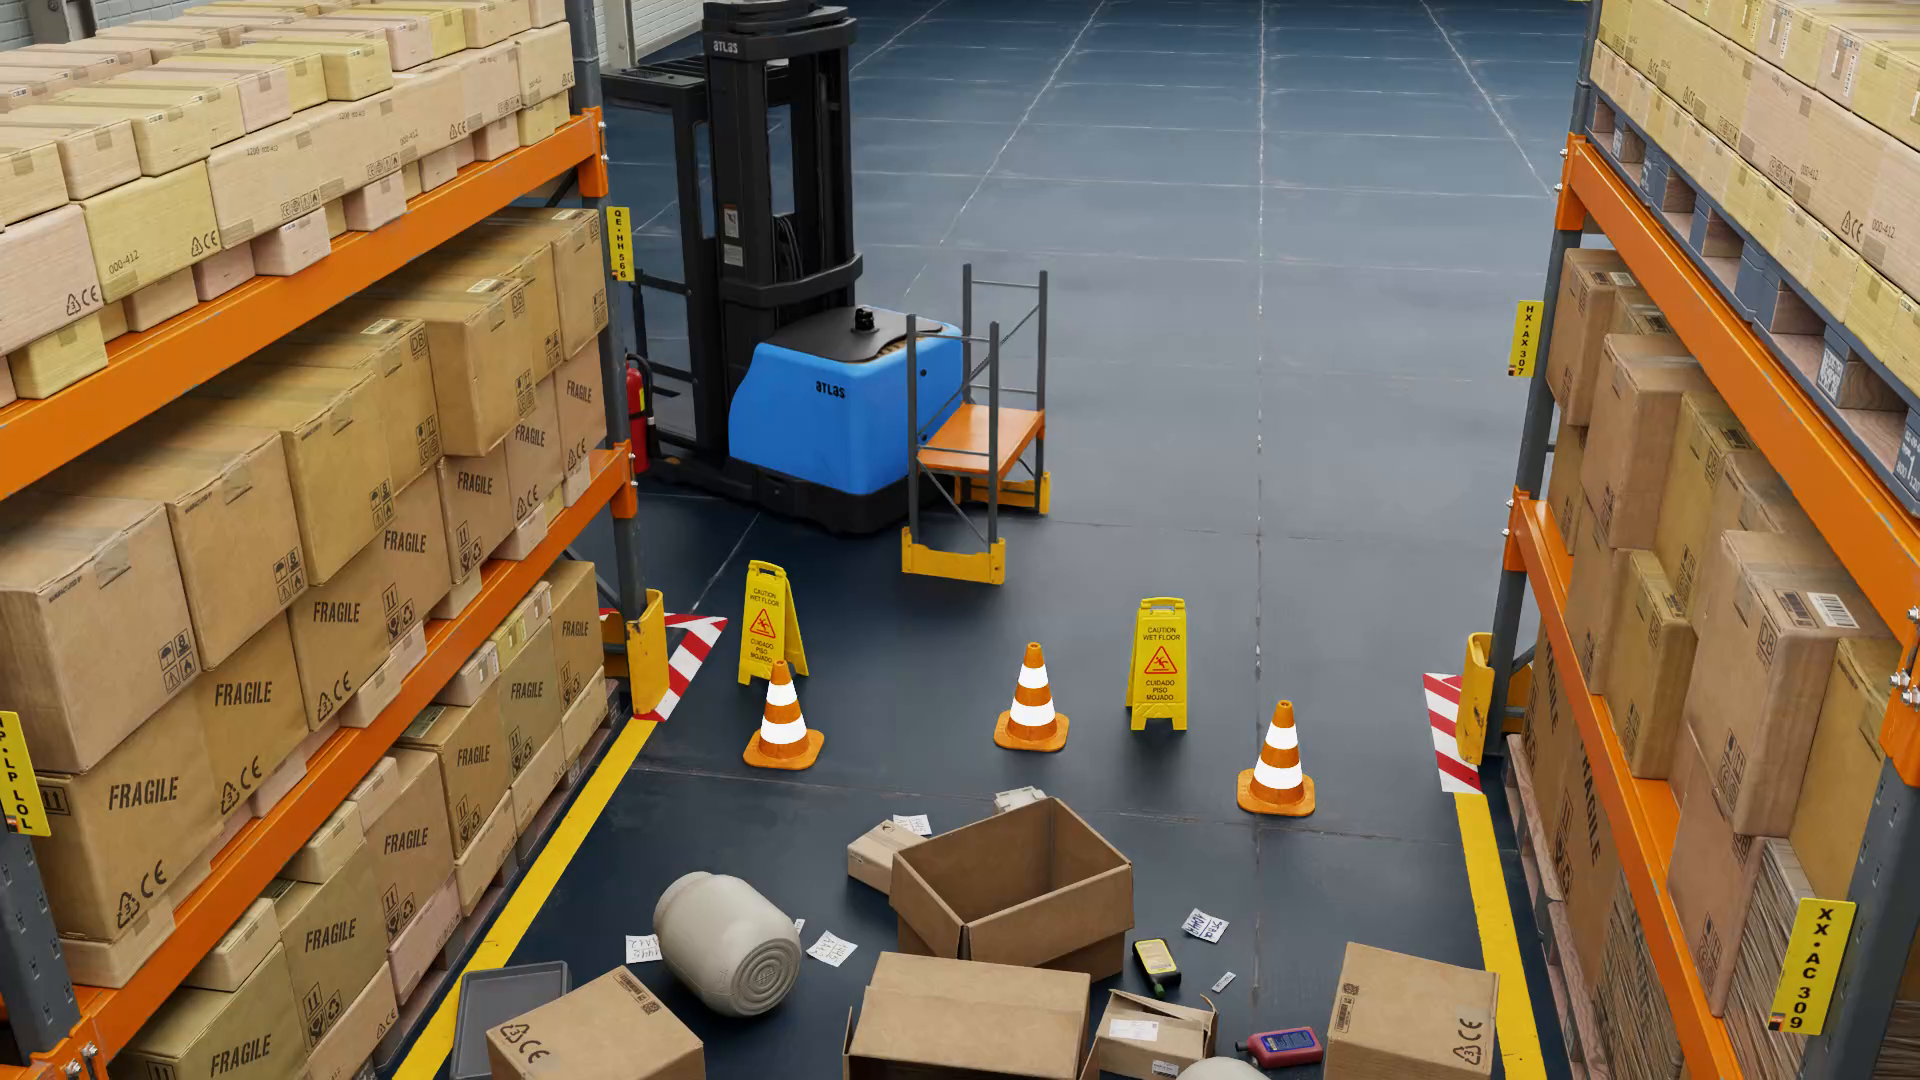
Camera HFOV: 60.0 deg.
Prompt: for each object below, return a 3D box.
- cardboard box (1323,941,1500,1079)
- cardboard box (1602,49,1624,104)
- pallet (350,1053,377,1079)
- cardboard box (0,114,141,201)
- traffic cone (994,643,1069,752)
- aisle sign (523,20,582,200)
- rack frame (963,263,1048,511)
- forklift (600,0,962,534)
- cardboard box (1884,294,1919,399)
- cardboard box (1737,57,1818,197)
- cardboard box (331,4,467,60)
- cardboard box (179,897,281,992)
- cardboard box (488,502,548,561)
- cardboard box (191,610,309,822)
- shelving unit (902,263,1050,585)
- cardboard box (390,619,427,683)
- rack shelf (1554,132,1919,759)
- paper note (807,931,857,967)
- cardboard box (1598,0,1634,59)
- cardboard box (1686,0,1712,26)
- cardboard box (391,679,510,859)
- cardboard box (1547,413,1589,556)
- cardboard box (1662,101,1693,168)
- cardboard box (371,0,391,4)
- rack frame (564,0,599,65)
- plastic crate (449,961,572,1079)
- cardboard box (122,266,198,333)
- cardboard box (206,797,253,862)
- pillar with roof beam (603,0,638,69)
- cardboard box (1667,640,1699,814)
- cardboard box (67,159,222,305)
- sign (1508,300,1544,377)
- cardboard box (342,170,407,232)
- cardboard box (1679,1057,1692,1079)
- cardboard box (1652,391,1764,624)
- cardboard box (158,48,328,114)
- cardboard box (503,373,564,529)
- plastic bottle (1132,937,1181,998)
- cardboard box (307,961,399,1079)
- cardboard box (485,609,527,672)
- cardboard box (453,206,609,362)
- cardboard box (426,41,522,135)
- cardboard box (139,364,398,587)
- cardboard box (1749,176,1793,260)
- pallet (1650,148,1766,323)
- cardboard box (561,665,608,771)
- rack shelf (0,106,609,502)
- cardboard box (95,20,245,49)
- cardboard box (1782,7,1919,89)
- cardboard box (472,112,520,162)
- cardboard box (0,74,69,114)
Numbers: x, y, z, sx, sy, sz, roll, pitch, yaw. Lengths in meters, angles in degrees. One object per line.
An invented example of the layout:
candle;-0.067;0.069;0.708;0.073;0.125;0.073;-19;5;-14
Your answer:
cardboard box;1.472;1.722;5.477;0.500;0.500;0.500;8;26;18
cardboard box;2.471;-1.614;5.804;0.380;0.149;0.250;4;25;9
pallet;-2.594;1.991;5.248;1.003;0.211;1.213;4;25;9
cardboard box;-2.230;-0.924;4.004;0.380;0.149;0.250;3;25;7
traffic cone;0.337;0.691;7.728;0.336;0.463;0.334;4;25;9
aisle sign;-1.719;-1.845;7.087;0.394;0.787;0.004;4;25;9
rack frame;0.261;-0.890;9.883;0.500;1.500;0.032;7;26;15
forklift;-1.457;-1.842;10.229;3.031;2.935;1.130;17;30;33
cardboard box;1.975;-0.343;3.089;0.380;0.149;0.250;4;25;8
cardboard box;2.224;-0.993;4.008;0.500;0.250;0.500;4;25;8
cardboard box;-1.976;-1.790;5.853;0.380;0.149;0.250;4;25;9
cardboard box;-2.227;1.157;4.839;0.380;0.149;0.250;4;25;9
cardboard box;-1.873;-0.048;6.610;0.380;0.149;0.250;4;25;9
cardboard box;-2.263;0.455;4.771;0.500;0.500;0.500;4;25;8
shelving unit;0.109;-0.681;9.435;0.587;1.500;1.083;7;26;15
cardboard box;-2.069;0.374;5.710;0.380;0.149;0.250;4;25;8
rack shelf;2.558;-0.557;4.713;1.077;0.370;4.000;4;25;9
paper note;-0.493;1.566;6.381;0.148;0.019;0.142;13;28;26
cardboard box;2.552;-1.838;5.813;0.500;0.250;0.500;4;25;8
cardboard box;2.307;-1.553;4.735;0.380;0.149;0.250;4;25;8
cardboard box;-2.061;0.836;6.289;0.500;0.500;0.500;3;25;7
cardboard box;2.868;-0.271;6.613;0.875;0.550;0.550;4;25;9
cardboard box;2.306;-1.192;4.904;0.380;0.149;0.250;4;25;8
cardboard box;-2.301;-2.027;6.359;0.380;0.149;0.250;4;25;8
rack frame;-2.016;-3.379;6.354;1.000;3.000;0.127;4;25;9
plastic crate;-1.604;1.734;5.952;0.402;0.080;0.583;-5;25;-10
cardboard box;-2.267;-0.666;4.392;0.380;0.149;0.250;5;26;10
cardboard box;-2.298;0.793;4.814;0.380;0.149;0.250;4;25;8
pillar with roof beam;-0.727;-10.722;22.042;9.100;9.000;0.400;4;25;9
cardboard box;2.551;0.639;4.669;0.875;0.550;0.550;4;25;9
cardboard box;-2.252;-0.796;4.199;0.500;0.250;0.500;4;25;8
sign;2.338;-0.830;6.870;0.100;0.325;0.005;4;25;9
cardboard box;-2.005;-1.092;5.304;0.380;0.149;0.250;4;25;8
cardboard box;2.403;1.826;4.322;0.875;0.875;0.875;4;25;9
cardboard box;2.603;-0.074;4.918;0.875;0.550;0.500;4;25;9
cardboard box;-2.123;-1.360;4.934;0.380;0.149;0.250;5;25;10
cardboard box;-1.919;-0.387;6.569;0.500;0.500;0.500;4;25;9
plastic bottle;0.748;1.608;6.243;0.133;0.061;0.283;-5;25;-10
cardboard box;-2.230;1.614;5.511;0.500;0.250;0.500;5;26;11
cardboard box;-1.927;0.376;6.506;0.380;0.149;0.250;4;25;9
cardboard box;-1.884;-1.066;6.841;0.700;0.500;0.500;3;25;7
cardboard box;-1.930;-1.645;6.014;0.500;0.250;0.500;4;25;8
cardboard box;-2.170;-0.211;5.014;0.700;0.500;0.500;3;25;7
cardboard box;2.141;-0.768;3.996;0.380;0.149;0.250;4;25;9
pallet;2.576;-0.857;4.608;1.003;0.211;1.213;4;25;9
cardboard box;-1.886;0.760;7.336;0.500;0.250;0.500;4;25;8
rack shelf;-2.342;-0.858;5.355;1.077;0.370;4.000;4;25;9
cardboard box;-2.586;-1.613;5.475;0.380;0.149;0.250;5;25;10
cardboard box;2.141;-1.128;3.827;0.380;0.149;0.250;4;25;9
cardboard box;-1.883;-1.523;6.223;0.380;0.149;0.250;5;26;10
cardboard box;-2.678;-1.179;4.548;0.380;0.149;0.250;4;25;7
